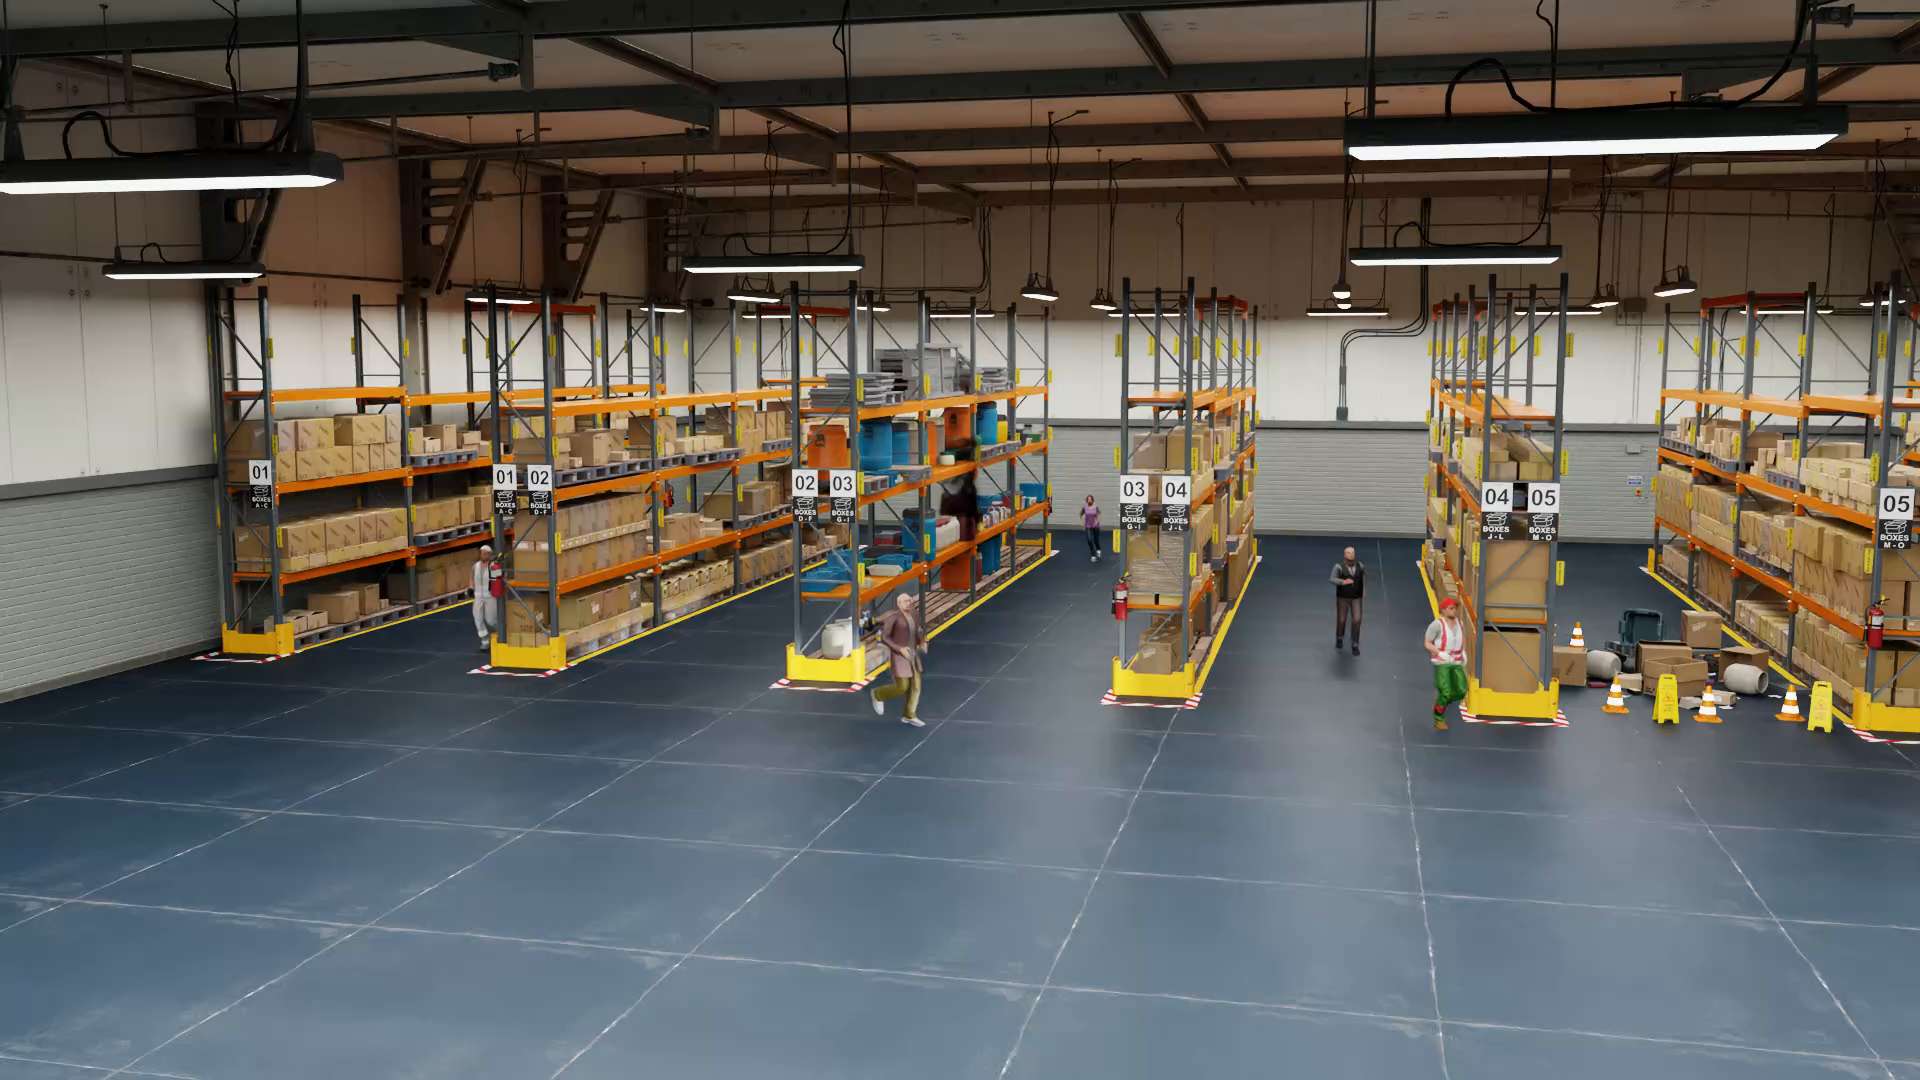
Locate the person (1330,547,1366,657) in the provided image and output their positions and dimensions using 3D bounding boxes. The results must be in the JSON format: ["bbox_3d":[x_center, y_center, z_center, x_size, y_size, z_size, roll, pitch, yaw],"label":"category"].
[{"bbox_3d":[6.396,1.004,27.405,0.645,1.795,0.808,0,7,2],"label":"person"}]

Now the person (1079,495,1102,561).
[{"bbox_3d":[3.112,-0.309,39.456,0.547,1.562,0.689,3,7,21],"label":"person"}]

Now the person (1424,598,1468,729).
[{"bbox_3d":[6.441,1.624,21.926,0.675,1.743,0.612,-2,7,-20],"label":"person"}]

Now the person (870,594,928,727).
[{"bbox_3d":[-0.785,1.586,22.316,0.826,1.767,0.717,6,9,41],"label":"person"}]

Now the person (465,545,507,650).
[{"bbox_3d":[-7.903,0.952,27.789,0.655,1.736,0.623,1,7,9],"label":"person"}]
